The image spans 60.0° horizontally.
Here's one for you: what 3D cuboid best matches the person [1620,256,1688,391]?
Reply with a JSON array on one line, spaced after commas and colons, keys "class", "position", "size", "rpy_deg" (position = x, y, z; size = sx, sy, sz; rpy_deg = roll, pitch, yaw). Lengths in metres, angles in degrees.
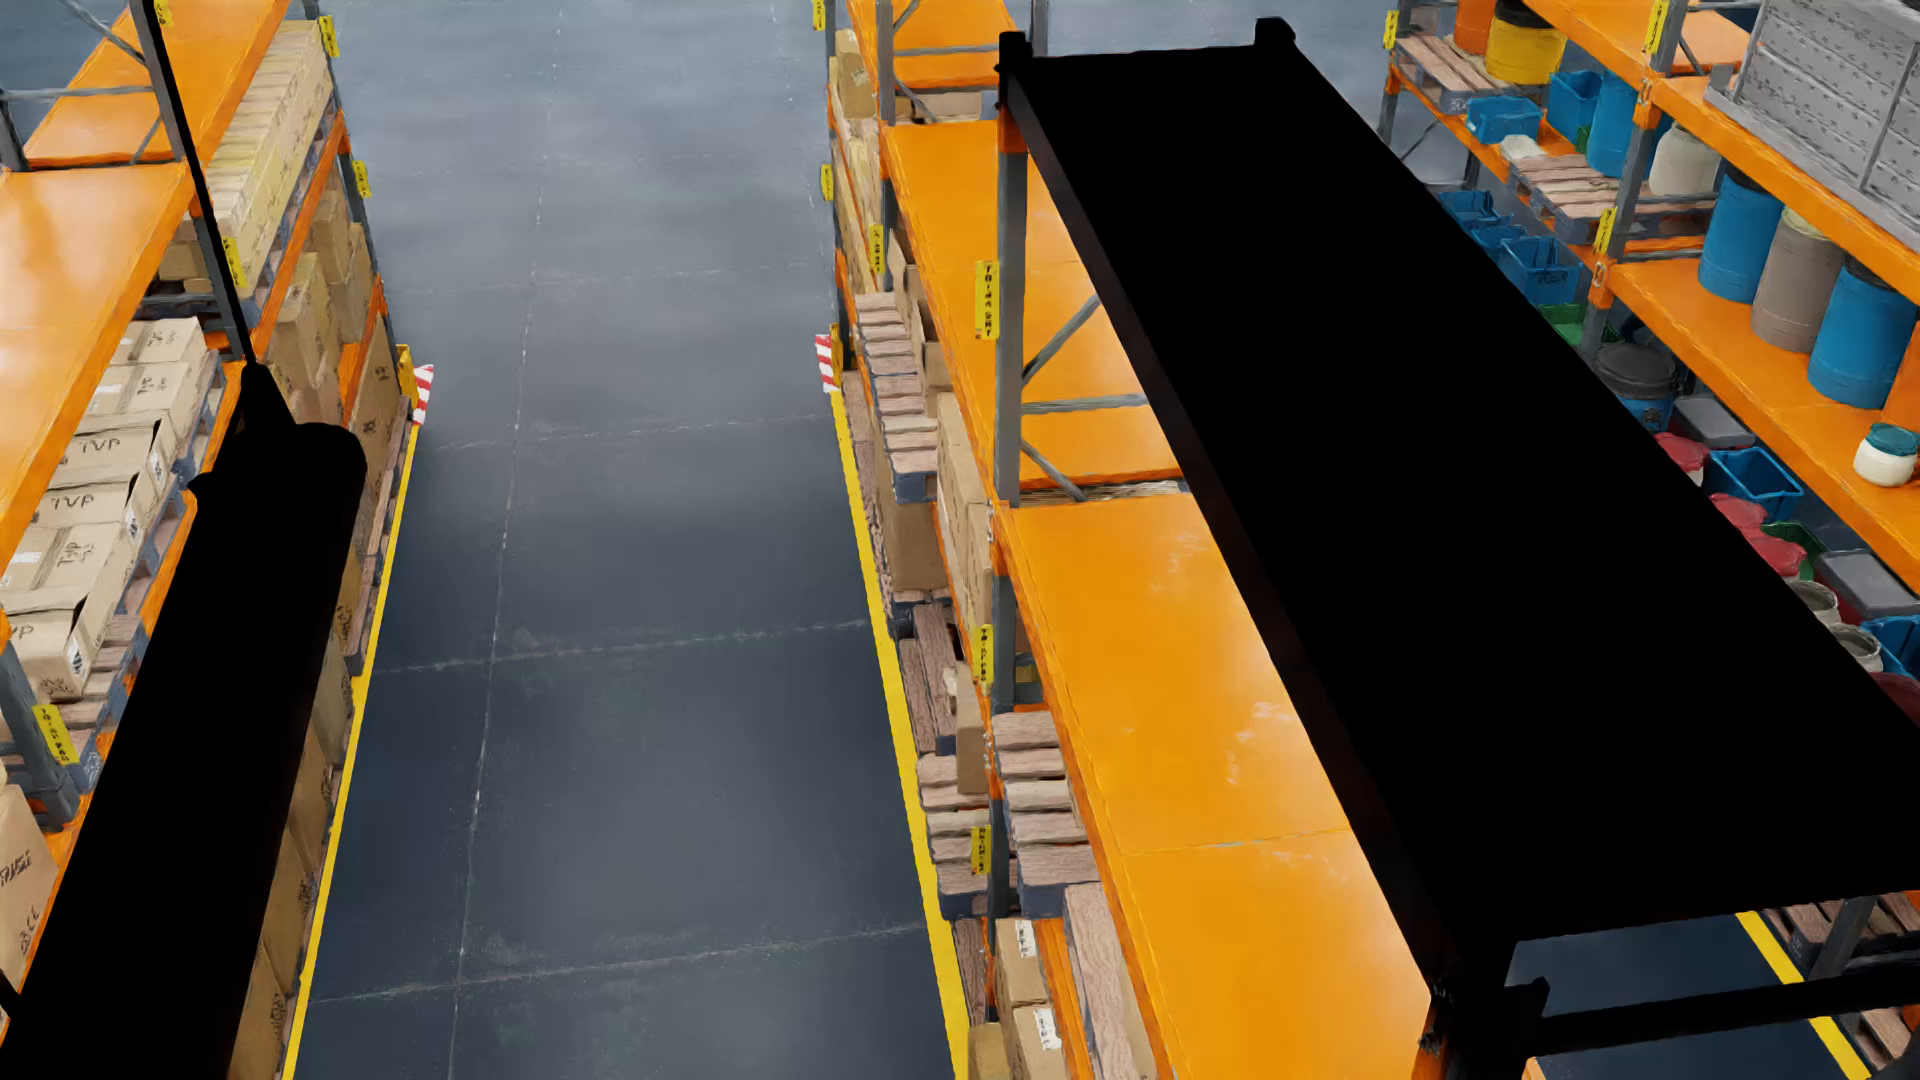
[{"class": "person", "position": [6.353, -2.095, 15.025], "size": [0.561, 1.488, 0.788], "rpy_deg": [-16, 39, -21]}]
